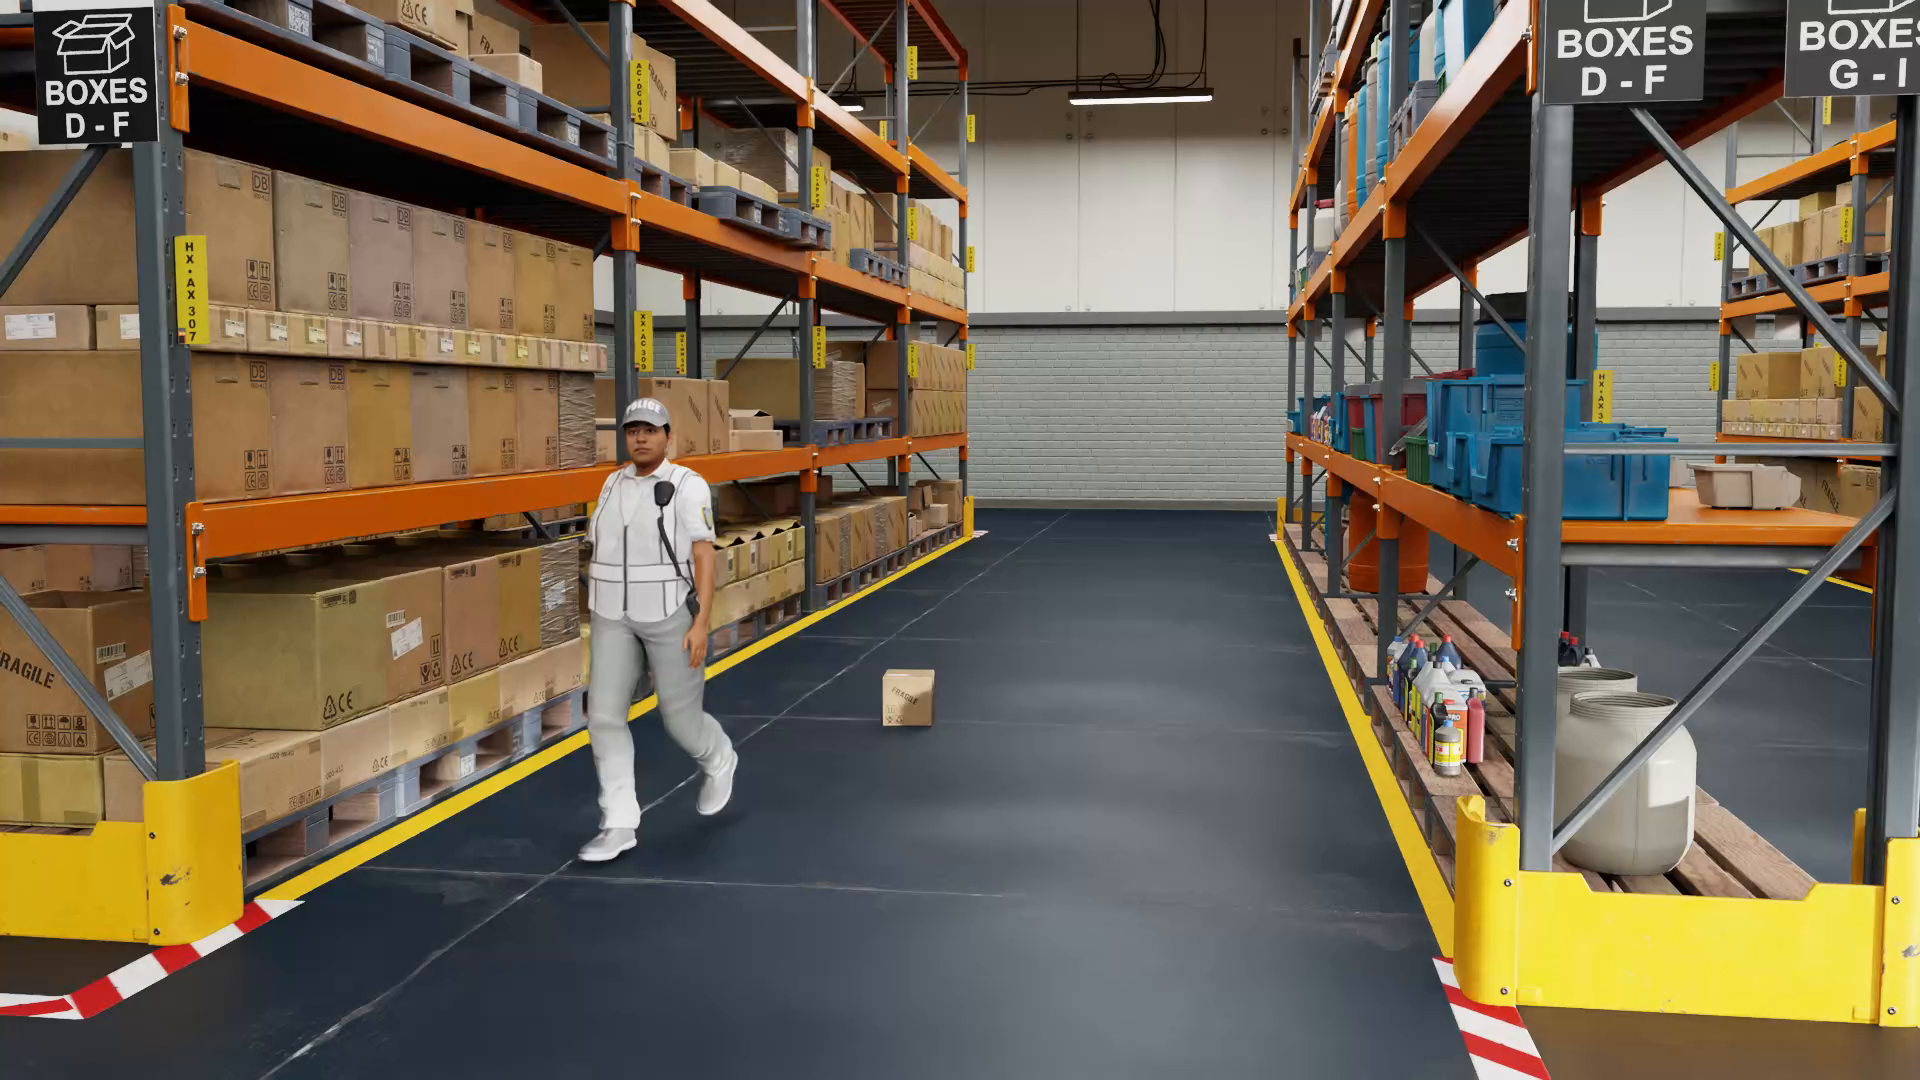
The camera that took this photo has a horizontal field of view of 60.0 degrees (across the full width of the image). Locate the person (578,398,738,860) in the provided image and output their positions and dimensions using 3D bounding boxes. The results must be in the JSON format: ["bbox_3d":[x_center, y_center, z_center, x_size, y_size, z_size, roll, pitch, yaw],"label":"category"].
[{"bbox_3d":[-1.120,0.295,6.128,0.481,1.631,0.821,1,5,14],"label":"person"}]
